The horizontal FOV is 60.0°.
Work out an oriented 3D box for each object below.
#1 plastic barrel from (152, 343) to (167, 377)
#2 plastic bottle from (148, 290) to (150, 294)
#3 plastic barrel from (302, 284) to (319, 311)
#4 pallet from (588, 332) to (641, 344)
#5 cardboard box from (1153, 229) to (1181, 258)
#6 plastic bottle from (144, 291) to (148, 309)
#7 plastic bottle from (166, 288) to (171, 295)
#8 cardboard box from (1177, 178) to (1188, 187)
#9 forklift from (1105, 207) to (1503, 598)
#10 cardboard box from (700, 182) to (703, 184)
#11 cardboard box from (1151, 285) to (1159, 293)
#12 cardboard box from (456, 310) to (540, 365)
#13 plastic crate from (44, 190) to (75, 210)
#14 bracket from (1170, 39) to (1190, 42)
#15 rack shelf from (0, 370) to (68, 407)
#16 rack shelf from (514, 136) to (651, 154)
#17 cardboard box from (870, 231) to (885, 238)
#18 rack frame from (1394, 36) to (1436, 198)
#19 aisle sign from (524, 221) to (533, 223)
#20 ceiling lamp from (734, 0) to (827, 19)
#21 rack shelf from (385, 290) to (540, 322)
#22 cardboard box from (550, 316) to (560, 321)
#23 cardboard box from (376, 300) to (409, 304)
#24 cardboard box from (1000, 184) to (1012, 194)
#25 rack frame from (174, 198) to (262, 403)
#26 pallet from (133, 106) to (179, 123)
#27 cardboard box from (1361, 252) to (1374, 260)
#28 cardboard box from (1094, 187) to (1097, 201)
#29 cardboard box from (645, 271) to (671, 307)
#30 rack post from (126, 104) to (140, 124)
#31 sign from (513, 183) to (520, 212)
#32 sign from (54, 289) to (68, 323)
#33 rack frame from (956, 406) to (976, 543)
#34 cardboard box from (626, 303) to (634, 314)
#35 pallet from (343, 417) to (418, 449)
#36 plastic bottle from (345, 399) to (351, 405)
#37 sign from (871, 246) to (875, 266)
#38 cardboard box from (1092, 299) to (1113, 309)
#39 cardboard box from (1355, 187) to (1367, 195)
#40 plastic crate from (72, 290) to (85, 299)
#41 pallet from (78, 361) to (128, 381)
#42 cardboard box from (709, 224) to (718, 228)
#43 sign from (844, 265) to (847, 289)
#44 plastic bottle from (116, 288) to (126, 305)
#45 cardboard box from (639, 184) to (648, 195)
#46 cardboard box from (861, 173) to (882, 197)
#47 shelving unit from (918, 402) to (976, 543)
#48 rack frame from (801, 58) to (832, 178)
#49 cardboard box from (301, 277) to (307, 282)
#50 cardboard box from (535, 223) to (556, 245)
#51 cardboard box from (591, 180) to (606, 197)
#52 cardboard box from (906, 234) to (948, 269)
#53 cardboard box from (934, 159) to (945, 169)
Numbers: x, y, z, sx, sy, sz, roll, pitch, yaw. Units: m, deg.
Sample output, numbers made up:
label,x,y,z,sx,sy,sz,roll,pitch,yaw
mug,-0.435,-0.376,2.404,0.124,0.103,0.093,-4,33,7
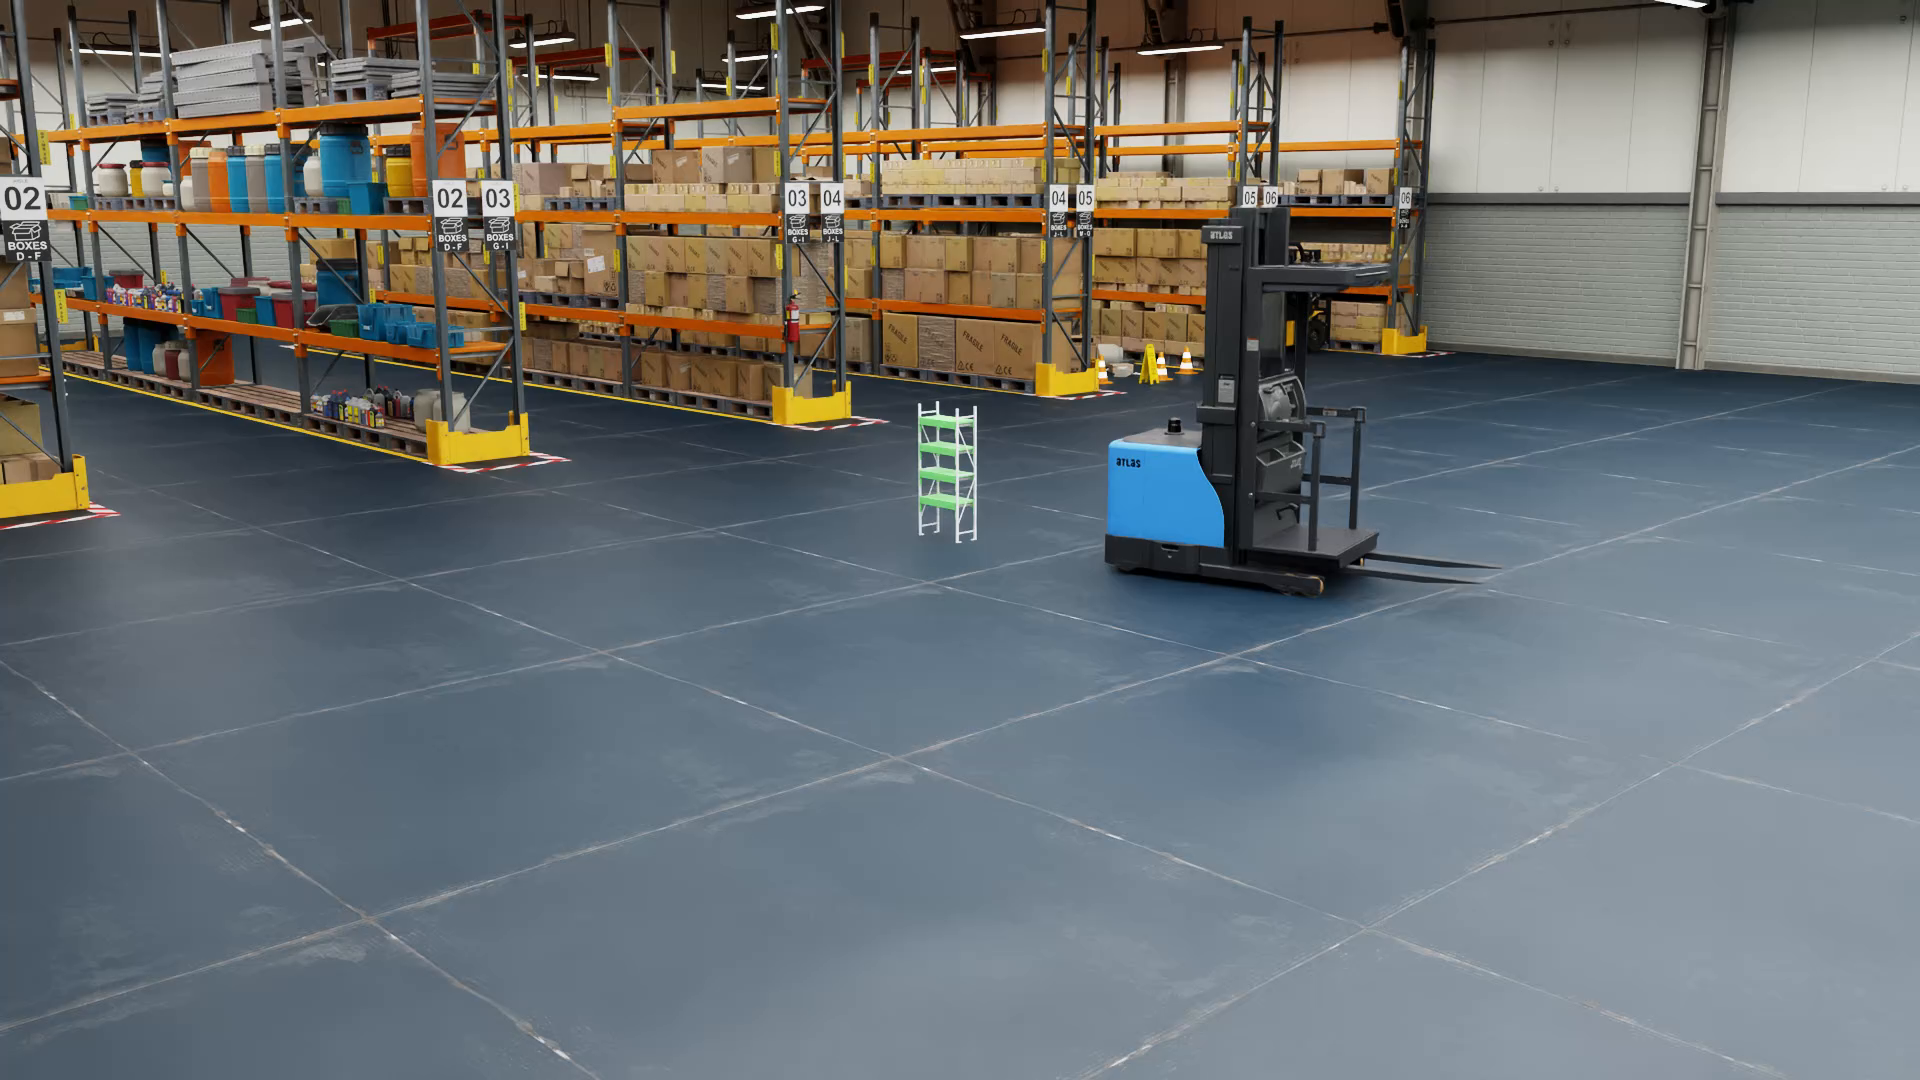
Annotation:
label,x,y,z,sx,sy,sz,roll,pitch,yaw
plastic barrel,-12.675,-2.883,26.594,0.421,0.512,0.421,0,12,0
plastic bottle,-12.643,-3.756,25.996,0.061,0.283,0.133,-11,16,-43
plastic barrel,-8.830,-3.245,22.889,0.433,0.535,0.433,0,12,0
pallet,-7.103,-4.269,35.110,1.003,0.211,1.213,-11,16,-43
cardboard box,3.903,-5.359,30.025,0.700,0.500,0.500,-11,16,-43
plastic bottle,-12.687,-3.747,25.955,0.061,0.283,0.133,-11,16,-43
plastic bottle,-12.823,-3.953,26.983,0.097,0.271,0.097,0,12,0
cardboard box,4.096,-6.399,29.748,0.380,0.149,0.250,-11,16,-43
forklift,2.721,-1.113,13.051,3.031,2.935,1.130,7,14,30
cardboard box,-4.784,-6.595,31.809,0.500,0.500,0.500,-11,16,-43
cardboard box,3.730,-4.623,30.538,0.380,0.149,0.250,-11,16,-43
cardboard box,-7.969,-3.550,28.935,0.875,0.875,1.225,11,16,43
plastic crate,-15.759,-5.937,29.013,0.504,0.338,0.767,-11,16,-43
bracket,4.829,-10.881,36.507,0.235,0.232,0.430,-11,16,-43
rack shelf,-10.532,-1.674,17.385,1.077,0.370,4.000,-11,16,-43
rack shelf,-7.994,-8.418,35.261,1.077,0.370,4.000,-11,16,-43
cardboard box,-1.585,-6.388,35.756,0.500,0.500,0.500,-11,16,-43
rack frame,8.772,-8.126,32.051,1.000,3.000,0.127,-11,16,-43
aisle sign,-9.643,-7.368,36.797,0.394,0.787,0.004,-11,16,-43
ceiling lamp,-2.659,-9.860,26.001,0.800,3.185,2.000,-11,16,-43
rack shelf,-8.889,-4.221,29.750,1.077,0.370,4.000,-11,16,-43
cardboard box,-8.719,-4.845,36.280,0.380,0.149,0.250,-10,15,-41
cardboard box,-10.668,-4.138,31.788,0.875,0.875,0.875,-11,16,-43
cardboard box,0.848,-5.467,25.914,0.380,0.149,0.250,-11,16,-42
rack frame,-11.090,-3.592,24.910,1.000,3.000,0.127,-11,16,-43
pallet,-11.566,-6.351,24.896,1.213,0.211,1.003,-11,16,-43
cardboard box,8.132,-5.599,32.798,0.380,0.149,0.250,-11,16,-42
cardboard box,2.528,-6.518,31.315,0.500,0.250,0.500,-11,16,-44
cardboard box,-4.160,-3.740,24.648,0.875,0.500,0.500,-11,16,-43
rack post,-12.363,-6.591,25.841,0.937,0.300,0.954,-9,15,-37
sign,-5.165,-3.974,19.309,0.100,0.325,0.005,-11,16,-43
sign,-8.745,-2.274,16.172,0.100,0.325,0.005,-11,16,-43
rack frame,0.054,-0.576,14.735,0.240,1.200,0.015,-11,16,-43
cardboard box,-4.815,-3.502,25.097,0.380,0.149,0.250,-11,16,-43
pallet,-7.047,-1.360,20.990,1.003,0.211,1.213,-11,16,-43
plastic bottle,-7.812,-1.668,21.243,0.097,0.271,0.097,0,12,0
sign,-1.474,-4.826,28.227,0.100,0.325,0.005,-11,16,-43
cardboard box,2.677,-4.473,31.494,0.380,0.149,0.250,-11,16,-42
cardboard box,7.980,-6.867,32.708,0.250,0.149,0.380,11,16,44
plastic crate,-14.820,-4.196,28.377,0.437,0.125,0.590,-11,16,-43
pallet,-14.388,-2.911,28.520,1.003,0.211,1.213,-11,16,-43
cardboard box,-5.820,-7.596,40.015,0.380,0.149,0.250,-10,16,-41
sign,-1.591,-3.614,22.873,0.100,0.325,0.005,-11,16,-43
plastic bottle,-13.556,-3.941,26.912,0.152,0.276,0.135,-11,16,-43
cardboard box,-4.511,-5.169,24.518,0.250,0.149,0.380,11,16,42
cardboard box,-1.767,-7.603,35.661,0.500,0.500,0.500,-11,16,-42
shelving unit,-0.114,-0.612,14.908,0.258,1.200,0.503,-11,16,-43
rack frame,-3.103,-9.185,37.191,1.000,3.000,0.127,-11,16,-43
cardboard box,-13.026,-5.228,33.478,0.380,0.149,0.250,-11,16,-42
cardboard box,-8.904,-6.635,36.219,0.500,0.500,0.500,-10,15,-41
cardboard box,-5.467,-5.430,25.694,0.396,0.266,0.258,-10,15,-41
cardboard box,-0.395,-4.854,27.991,0.875,0.550,0.550,-11,16,-43
cardboard box,-0.203,-6.080,26.911,0.380,0.149,0.250,-11,16,-43
